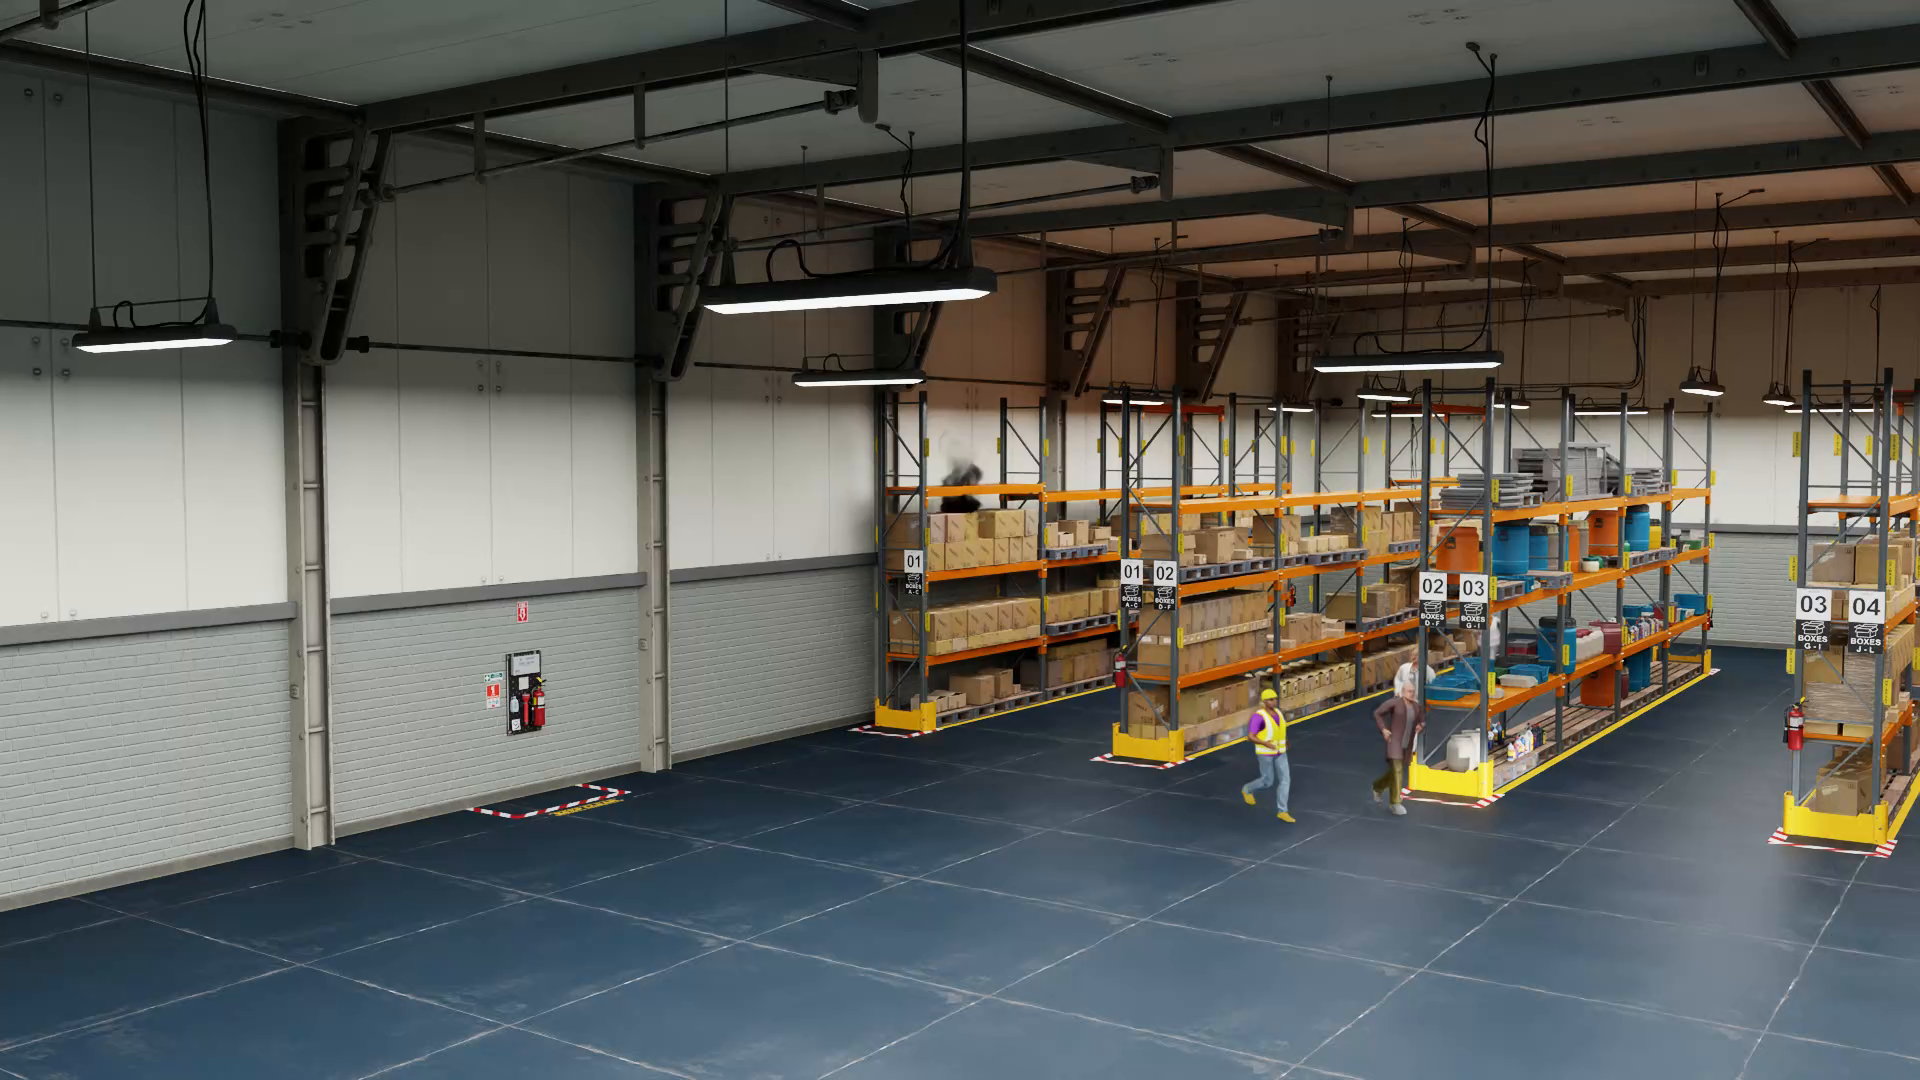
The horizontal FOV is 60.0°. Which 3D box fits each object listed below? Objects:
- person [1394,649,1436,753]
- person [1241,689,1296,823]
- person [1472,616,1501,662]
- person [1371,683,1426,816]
[{"bbox_3d":[7.397,2.631,27.047,0.729,1.731,0.671,2,4,30],"label":"person"},{"bbox_3d":[4.206,2.890,22.502,0.712,1.754,0.932,-2,4,-31],"label":"person"},{"bbox_3d":[10.920,2.205,34.440,0.605,1.822,0.845,2,4,28],"label":"person"},{"bbox_3d":[6.121,2.845,23.041,0.759,1.748,0.939,-1,3,-21],"label":"person"}]
